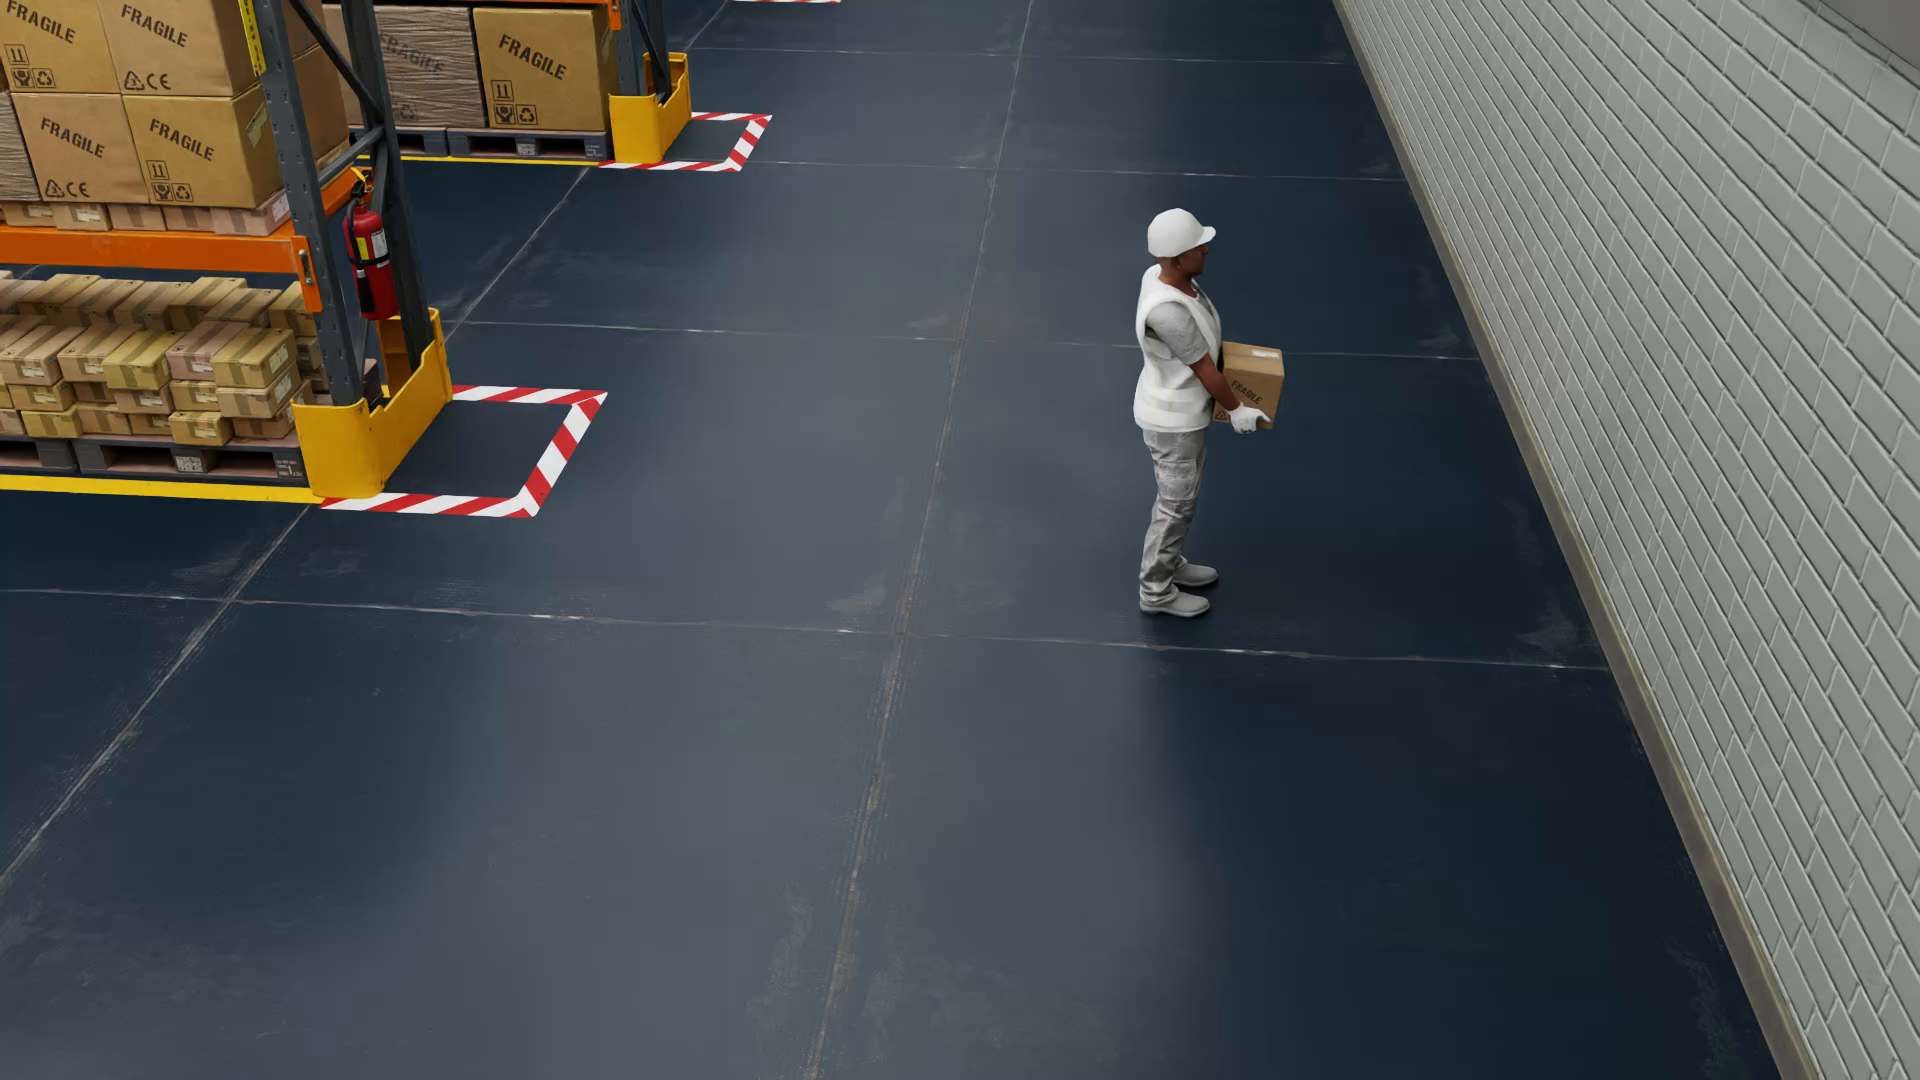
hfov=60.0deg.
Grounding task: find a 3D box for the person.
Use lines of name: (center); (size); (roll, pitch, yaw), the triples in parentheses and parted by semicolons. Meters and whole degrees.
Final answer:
person: (1.002, -0.524, 6.970); (0.573, 1.778, 0.488); (3, 32, 5)
